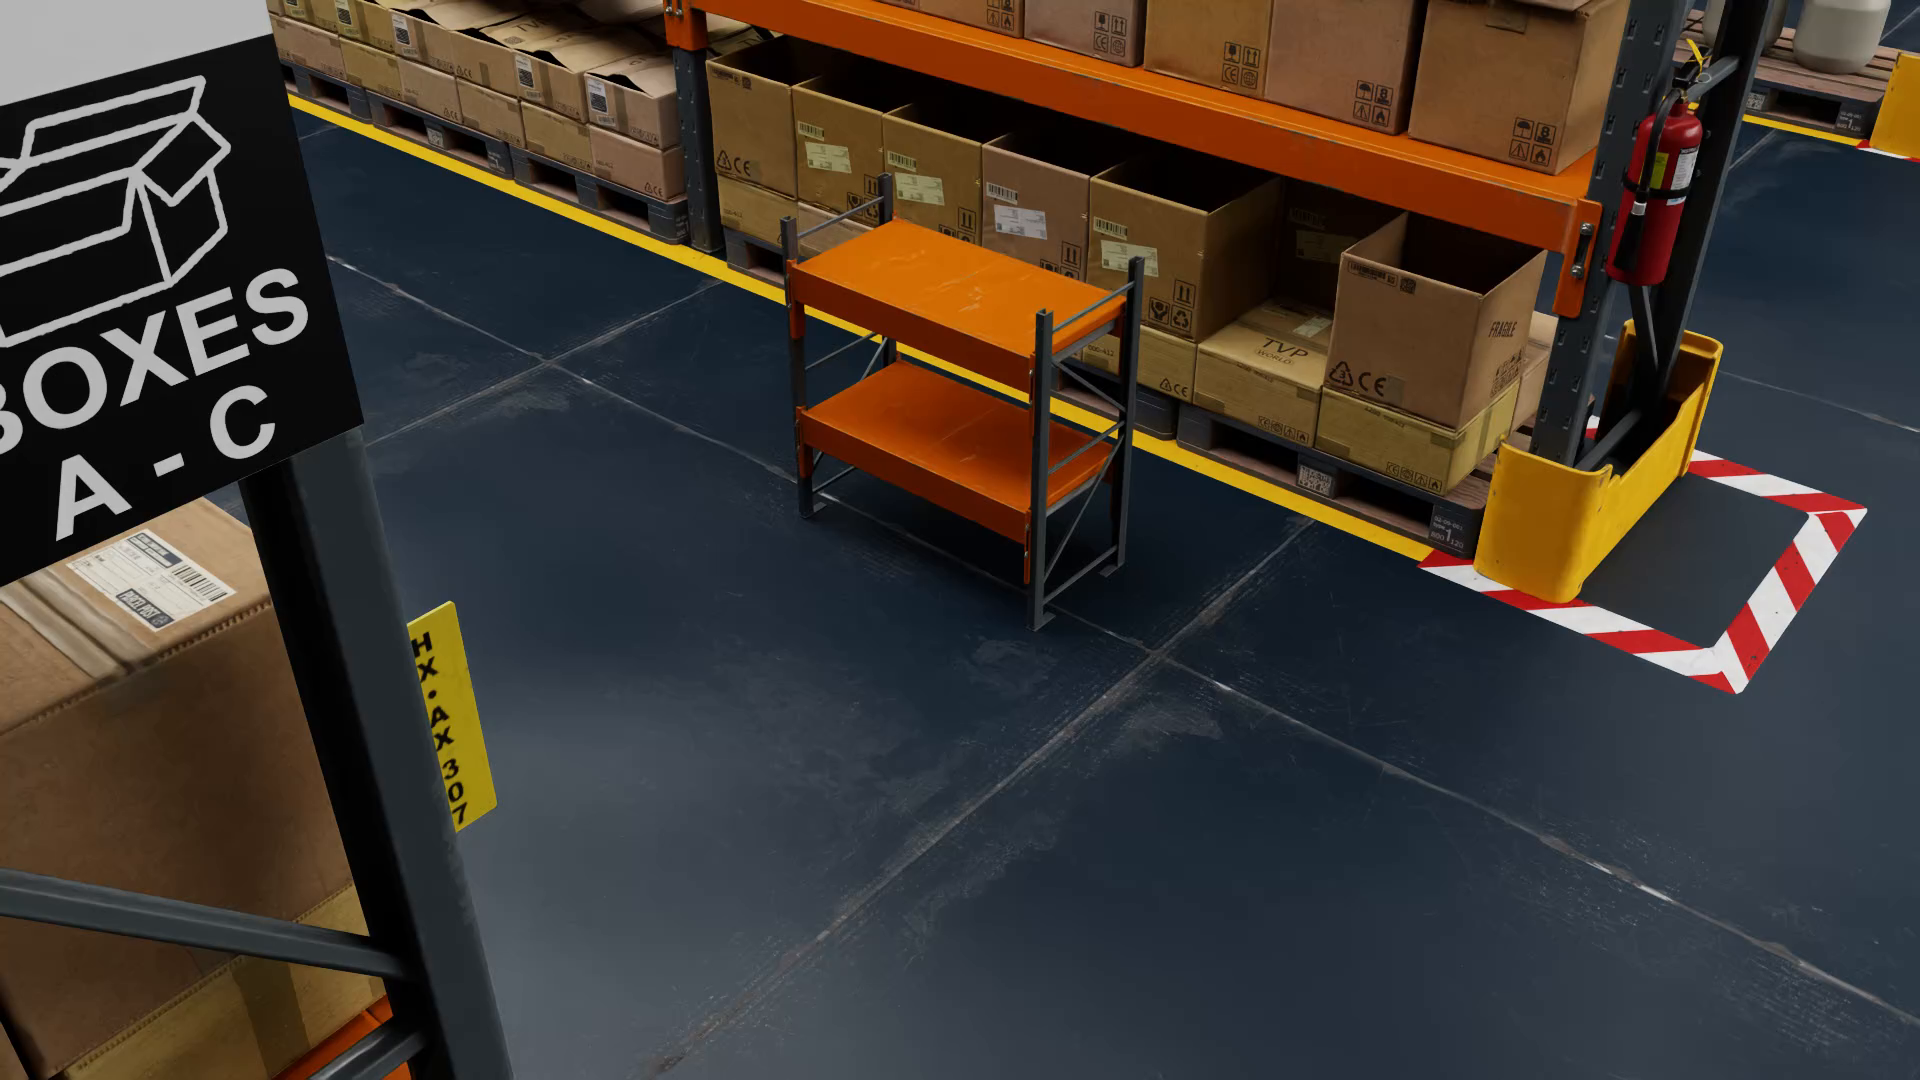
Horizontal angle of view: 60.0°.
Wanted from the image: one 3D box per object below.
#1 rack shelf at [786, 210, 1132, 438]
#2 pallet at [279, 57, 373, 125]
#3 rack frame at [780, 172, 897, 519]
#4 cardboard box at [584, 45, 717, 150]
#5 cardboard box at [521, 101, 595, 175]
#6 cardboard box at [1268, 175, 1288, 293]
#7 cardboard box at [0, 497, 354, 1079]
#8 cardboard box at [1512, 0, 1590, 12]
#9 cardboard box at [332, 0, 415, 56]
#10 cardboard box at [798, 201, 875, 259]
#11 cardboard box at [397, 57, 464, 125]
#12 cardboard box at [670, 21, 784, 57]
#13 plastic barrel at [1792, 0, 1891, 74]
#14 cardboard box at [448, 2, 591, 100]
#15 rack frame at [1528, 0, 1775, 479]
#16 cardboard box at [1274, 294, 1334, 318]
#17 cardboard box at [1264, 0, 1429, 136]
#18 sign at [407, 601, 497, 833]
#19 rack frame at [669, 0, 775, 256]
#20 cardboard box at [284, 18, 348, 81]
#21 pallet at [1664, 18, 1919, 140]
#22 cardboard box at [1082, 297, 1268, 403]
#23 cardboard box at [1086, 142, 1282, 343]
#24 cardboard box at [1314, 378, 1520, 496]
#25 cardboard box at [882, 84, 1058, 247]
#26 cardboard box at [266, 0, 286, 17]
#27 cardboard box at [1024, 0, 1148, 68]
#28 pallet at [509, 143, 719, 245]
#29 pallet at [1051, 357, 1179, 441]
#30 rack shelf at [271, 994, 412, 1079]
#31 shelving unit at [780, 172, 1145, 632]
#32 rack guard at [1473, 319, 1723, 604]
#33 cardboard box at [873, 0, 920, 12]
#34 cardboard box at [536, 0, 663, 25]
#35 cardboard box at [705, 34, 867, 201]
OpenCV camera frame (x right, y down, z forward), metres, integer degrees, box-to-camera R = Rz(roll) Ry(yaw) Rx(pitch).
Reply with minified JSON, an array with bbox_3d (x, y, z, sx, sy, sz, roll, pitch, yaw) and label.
[{"bbox_3d":[-0.005,-0.707,5.269,1.000,0.278,0.538,25,42,32],"label":"rack shelf"},{"bbox_3d":[-3.346,-2.770,9.597,1.213,0.211,1.003,25,42,32],"label":"pallet"},{"bbox_3d":[-0.396,-0.650,5.703,0.032,1.125,0.500,25,42,32],"label":"rack frame"},{"bbox_3d":[-1.375,-2.079,7.690,0.500,0.311,0.500,25,42,32],"label":"cardboard box"},{"bbox_3d":[-1.772,-2.034,8.120,0.500,0.250,0.500,25,41,31],"label":"cardboard box"},{"bbox_3d":[1.146,-1.333,6.436,0.500,0.500,0.500,25,42,32],"label":"cardboard box"},{"bbox_3d":[-1.147,0.260,2.174,0.500,0.500,0.500,25,42,32],"label":"cardboard box"},{"bbox_3d":[1.779,-1.701,4.916,0.250,0.149,0.380,24,41,31],"label":"cardboard box"},{"bbox_3d":[-2.940,-2.816,8.763,0.500,0.311,0.500,24,41,31],"label":"cardboard box"},{"bbox_3d":[-0.337,-1.342,7.113,0.500,0.250,0.500,25,42,32],"label":"cardboard box"},{"bbox_3d":[-2.555,-2.404,8.658,0.500,0.250,0.500,26,42,33],"label":"cardboard box"},{"bbox_3d":[-1.038,-2.315,8.034,0.500,0.311,0.500,25,42,32],"label":"cardboard box"},{"bbox_3d":[4.812,-2.843,9.067,0.421,0.512,0.421,0,34,0],"label":"plastic barrel"},{"bbox_3d":[-2.160,-2.446,8.225,0.500,0.311,0.500,25,42,32],"label":"cardboard box"},{"bbox_3d":[2.194,-1.337,5.047,0.127,3.000,1.000,25,42,32],"label":"rack frame"},{"bbox_3d":[1.538,-0.847,6.392,0.500,0.250,0.500,25,42,32],"label":"cardboard box"},{"bbox_3d":[1.437,-1.741,5.547,0.500,0.500,0.700,26,42,33],"label":"cardboard box"},{"bbox_3d":[-0.625,0.226,2.006,0.005,0.325,0.100,25,42,32],"label":"sign"},{"bbox_3d":[-0.880,-2.786,7.157,0.127,3.000,1.000,25,42,32],"label":"rack frame"},{"bbox_3d":[-3.353,-2.775,9.199,0.500,0.250,0.500,24,41,31],"label":"cardboard box"},{"bbox_3d":[4.657,-2.645,9.415,1.213,0.211,1.003,25,42,32],"label":"pallet"},{"bbox_3d":[0.816,-0.799,6.321,0.500,0.250,0.500,25,42,32],"label":"cardboard box"},{"bbox_3d":[0.814,-1.106,6.107,0.500,0.500,0.500,25,42,32],"label":"cardboard box"},{"bbox_3d":[1.593,-0.442,5.803,0.500,0.250,0.500,25,42,32],"label":"cardboard box"},{"bbox_3d":[0.045,-1.468,6.634,0.500,0.500,0.500,25,42,32],"label":"cardboard box"},{"bbox_3d":[-3.739,-3.188,9.305,0.500,0.311,0.500,27,43,33],"label":"cardboard box"},{"bbox_3d":[0.652,-2.113,6.088,0.500,0.500,0.700,27,43,33],"label":"cardboard box"},{"bbox_3d":[-1.471,-1.886,8.310,1.213,0.211,1.003,25,42,32],"label":"pallet"},{"bbox_3d":[0.646,-0.888,6.857,1.213,0.211,1.003,25,42,32],"label":"pallet"},{"bbox_3d":[-2.510,0.392,3.166,4.000,0.370,1.077,25,42,32],"label":"rack shelf"},{"bbox_3d":[-0.005,-0.466,5.435,1.048,1.125,0.538,25,42,32],"label":"shelving unit"},{"bbox_3d":[2.213,-0.298,5.742,0.348,0.500,1.175,25,42,32],"label":"rack guard"},{"bbox_3d":[-0.125,-2.481,6.625,0.500,0.500,0.700,25,42,31],"label":"cardboard box"},{"bbox_3d":[-1.818,-2.685,8.573,0.500,0.311,0.500,24,41,30],"label":"cardboard box"},{"bbox_3d":[-0.724,-1.831,7.161,0.500,0.500,0.500,25,42,32],"label":"cardboard box"}]
